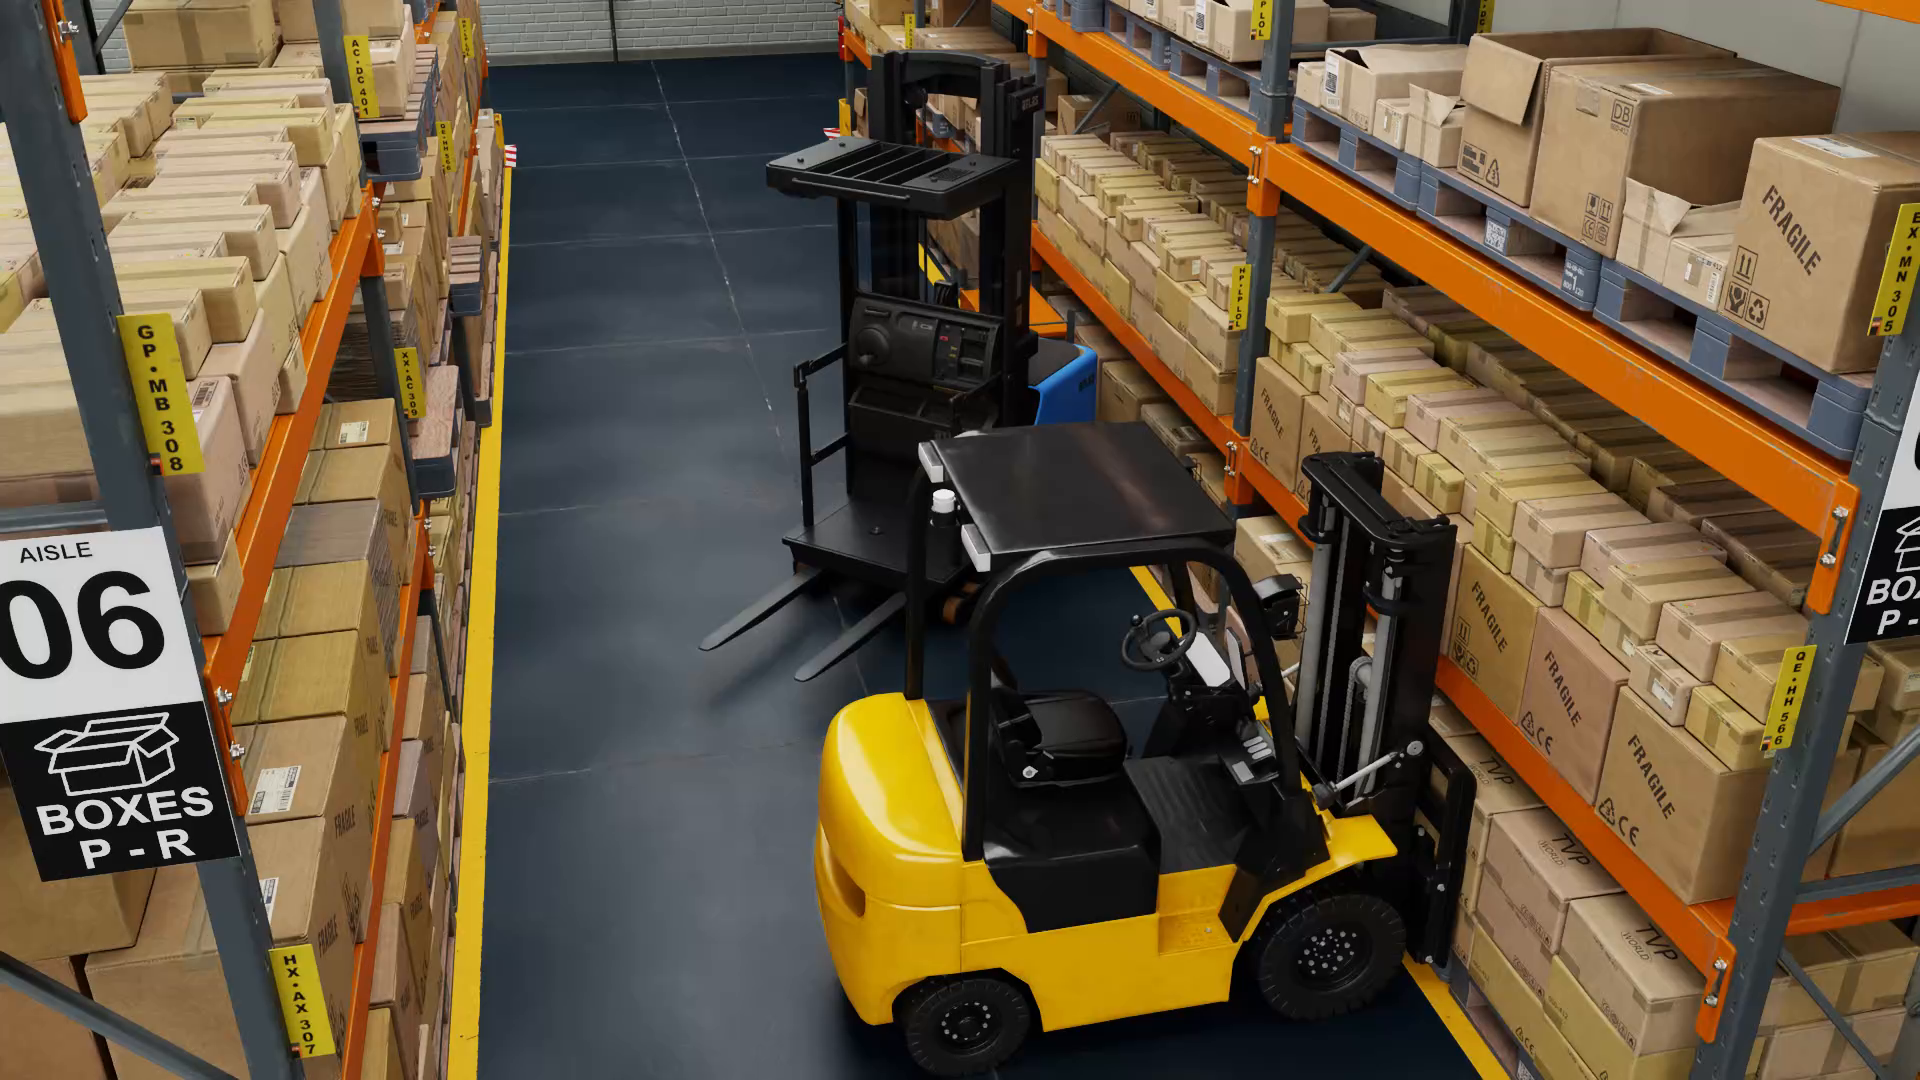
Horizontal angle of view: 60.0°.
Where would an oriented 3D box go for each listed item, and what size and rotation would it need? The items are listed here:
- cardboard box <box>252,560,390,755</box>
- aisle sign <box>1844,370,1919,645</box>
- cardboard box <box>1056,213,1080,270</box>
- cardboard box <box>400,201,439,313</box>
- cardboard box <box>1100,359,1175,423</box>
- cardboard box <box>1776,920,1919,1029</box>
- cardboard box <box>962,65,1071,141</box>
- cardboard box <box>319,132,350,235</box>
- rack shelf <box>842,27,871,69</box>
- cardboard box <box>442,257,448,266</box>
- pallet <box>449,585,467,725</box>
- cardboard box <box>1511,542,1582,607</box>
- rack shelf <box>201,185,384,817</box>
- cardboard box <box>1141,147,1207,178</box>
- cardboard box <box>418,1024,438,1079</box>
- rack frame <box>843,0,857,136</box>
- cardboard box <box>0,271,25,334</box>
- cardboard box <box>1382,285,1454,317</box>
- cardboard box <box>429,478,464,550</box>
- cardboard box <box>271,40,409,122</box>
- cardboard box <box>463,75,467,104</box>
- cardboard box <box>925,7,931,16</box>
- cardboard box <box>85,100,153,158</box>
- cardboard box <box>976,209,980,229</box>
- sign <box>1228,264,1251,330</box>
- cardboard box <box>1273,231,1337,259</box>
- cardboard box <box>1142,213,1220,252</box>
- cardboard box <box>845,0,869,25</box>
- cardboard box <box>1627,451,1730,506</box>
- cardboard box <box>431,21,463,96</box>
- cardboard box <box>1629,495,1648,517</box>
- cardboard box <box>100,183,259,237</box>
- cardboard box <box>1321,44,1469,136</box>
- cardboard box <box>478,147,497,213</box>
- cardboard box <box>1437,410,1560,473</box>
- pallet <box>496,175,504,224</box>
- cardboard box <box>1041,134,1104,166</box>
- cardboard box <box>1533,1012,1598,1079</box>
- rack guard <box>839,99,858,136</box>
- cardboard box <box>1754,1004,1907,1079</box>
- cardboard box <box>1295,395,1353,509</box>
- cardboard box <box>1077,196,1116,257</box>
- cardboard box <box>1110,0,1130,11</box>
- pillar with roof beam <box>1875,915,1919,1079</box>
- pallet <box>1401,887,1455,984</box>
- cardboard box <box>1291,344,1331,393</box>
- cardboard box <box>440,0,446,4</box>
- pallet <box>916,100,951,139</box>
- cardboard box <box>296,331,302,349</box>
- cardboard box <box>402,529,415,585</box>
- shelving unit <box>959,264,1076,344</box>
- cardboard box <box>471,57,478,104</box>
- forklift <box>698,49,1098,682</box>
[{"bbox_3d":[-2.246,0.424,5.640,0.500,0.500,0.500,-7,28,-13],"label":"cardboard box"},{"bbox_3d":[2.513,-0.097,4.228,0.394,0.787,0.004,-6,27,-12],"label":"aisle sign"},{"bbox_3d":[0.952,-1.999,11.048,0.500,0.250,0.500,-7,28,-13],"label":"cardboard box"},{"bbox_3d":[-3.116,-1.508,9.001,0.500,0.500,0.500,-7,28,-14],"label":"cardboard box"},{"bbox_3d":[1.416,-0.777,10.631,0.875,0.625,0.625,-7,28,-14],"label":"cardboard box"},{"bbox_3d":[2.861,1.369,5.686,0.500,0.250,0.500,-6,27,-12],"label":"cardboard box"},{"bbox_3d":[0.434,-3.438,13.152,0.797,0.503,0.637,-7,28,-13],"label":"cardboard box"},{"bbox_3d":[-2.475,-1.262,5.929,0.500,0.250,0.500,-6,27,-12],"label":"cardboard box"},{"bbox_3d":[-0.371,-4.820,17.269,1.077,0.370,4.000,-6,27,-12],"label":"rack shelf"},{"bbox_3d":[-3.270,-1.629,9.961,0.380,0.149,0.250,-7,28,-14],"label":"cardboard box"},{"bbox_3d":[-3.129,0.658,8.712,1.003,0.211,1.213,-6,27,-12],"label":"pallet"},{"bbox_3d":[2.197,0.095,5.901,0.380,0.149,0.250,-7,28,-13],"label":"cardboard box"},{"bbox_3d":[-2.501,-0.385,5.154,1.077,0.370,4.000,-6,27,-12],"label":"rack shelf"},{"bbox_3d":[1.419,-2.495,11.034,0.380,0.149,0.250,-6,27,-12],"label":"cardboard box"},{"bbox_3d":[-2.071,1.944,5.656,0.500,0.250,0.500,-5,27,-10],"label":"cardboard box"},{"bbox_3d":[-0.821,-6.019,18.846,1.000,3.000,0.127,-6,27,-12],"label":"rack frame"},{"bbox_3d":[-2.518,-0.535,4.045,0.380,0.149,0.250,-6,27,-11],"label":"cardboard box"},{"bbox_3d":[2.249,-1.108,7.956,0.380,0.149,0.250,-6,27,-11],"label":"cardboard box"},{"bbox_3d":[-3.396,-0.110,9.589,0.950,0.372,0.625,-5,27,-10],"label":"cardboard box"},{"bbox_3d":[-2.693,-2.002,7.259,0.500,0.250,0.500,-7,28,-13],"label":"cardboard box"},{"bbox_3d":[-4.419,-3.745,13.952,0.500,0.250,0.500,-6,27,-12],"label":"cardboard box"},{"bbox_3d":[-0.237,-5.465,17.586,0.500,0.250,0.500,-5,27,-10],"label":"cardboard box"},{"bbox_3d":[-3.061,-1.429,5.817,0.380,0.149,0.250,-7,28,-13],"label":"cardboard box"},{"bbox_3d":[0.352,-2.644,13.748,0.380,0.149,0.250,-7,28,-14],"label":"cardboard box"},{"bbox_3d":[1.357,-1.173,8.048,0.100,0.325,0.005,-6,27,-12],"label":"sign"},{"bbox_3d":[1.870,-1.604,9.268,0.380,0.149,0.250,-6,27,-12],"label":"cardboard box"},{"bbox_3d":[1.273,-1.771,9.598,0.380,0.149,0.250,-6,27,-11],"label":"cardboard box"},{"bbox_3d":[-0.982,-5.858,18.364,0.500,0.250,0.500,-6,27,-11],"label":"cardboard box"},{"bbox_3d":[2.729,-0.212,6.181,0.380,0.149,0.250,-7,28,-13],"label":"cardboard box"},{"bbox_3d":[-4.286,-3.851,13.331,0.500,0.500,0.500,-5,27,-11],"label":"cardboard box"},{"bbox_3d":[2.740,-0.076,6.241,0.380,0.149,0.250,-5,27,-10],"label":"cardboard box"},{"bbox_3d":[-2.244,-0.920,4.809,0.380,0.149,0.250,-5,27,-11],"label":"cardboard box"},{"bbox_3d":[1.833,-1.892,6.863,0.500,0.311,0.500,-5,27,-11],"label":"cardboard box"},{"bbox_3d":[-4.994,-3.480,16.194,0.875,0.438,0.875,-7,28,-13],"label":"cardboard box"},{"bbox_3d":[2.107,-0.383,6.518,0.380,0.149,0.250,-6,27,-11],"label":"cardboard box"},{"bbox_3d":[-5.129,-3.391,16.734,1.003,0.211,1.213,-6,27,-12],"label":"pallet"},{"bbox_3d":[0.767,-2.671,11.383,0.380,0.149,0.250,-5,27,-10],"label":"cardboard box"},{"bbox_3d":[2.371,1.871,5.800,0.500,0.250,0.500,-6,27,-11],"label":"cardboard box"},{"bbox_3d":[-0.804,-4.870,19.343,1.175,0.500,0.348,-6,27,-12],"label":"rack guard"},{"bbox_3d":[2.881,1.594,5.793,0.500,0.250,0.500,-5,27,-11],"label":"cardboard box"},{"bbox_3d":[1.862,-0.347,7.498,0.500,0.500,0.500,-5,27,-11],"label":"cardboard box"},{"bbox_3d":[1.056,-1.992,10.479,0.500,0.250,0.500,-7,28,-13],"label":"cardboard box"},{"bbox_3d":[1.137,-3.333,9.508,0.500,0.500,0.500,-5,27,-10],"label":"cardboard box"},{"bbox_3d":[-0.689,-1.633,3.499,9.100,9.000,0.400,-6,27,-12],"label":"pillar with roof beam"},{"bbox_3d":[2.300,1.384,7.274,1.003,0.211,1.213,-6,27,-12],"label":"pallet"},{"bbox_3d":[1.758,-0.805,7.685,0.380,0.149,0.250,-5,27,-10],"label":"cardboard box"},{"bbox_3d":[-4.573,-4.703,14.298,0.380,0.149,0.250,-6,27,-12],"label":"cardboard box"},{"bbox_3d":[0.154,-3.815,14.693,1.003,0.211,1.213,-6,27,-12],"label":"pallet"},{"bbox_3d":[-2.203,-0.573,5.007,0.380,0.149,0.250,-7,28,-13],"label":"cardboard box"},{"bbox_3d":[-2.520,0.086,7.030,0.380,0.149,0.250,-5,27,-10],"label":"cardboard box"},{"bbox_3d":[0.371,-1.174,11.327,0.538,1.125,1.048,-6,27,-12],"label":"shelving unit"},{"bbox_3d":[-4.715,-4.256,15.242,0.500,0.500,0.500,-6,27,-11],"label":"cardboard box"},{"bbox_3d":[-0.316,-1.064,9.104,1.130,2.935,3.031,15,30,27],"label":"forklift"}]
